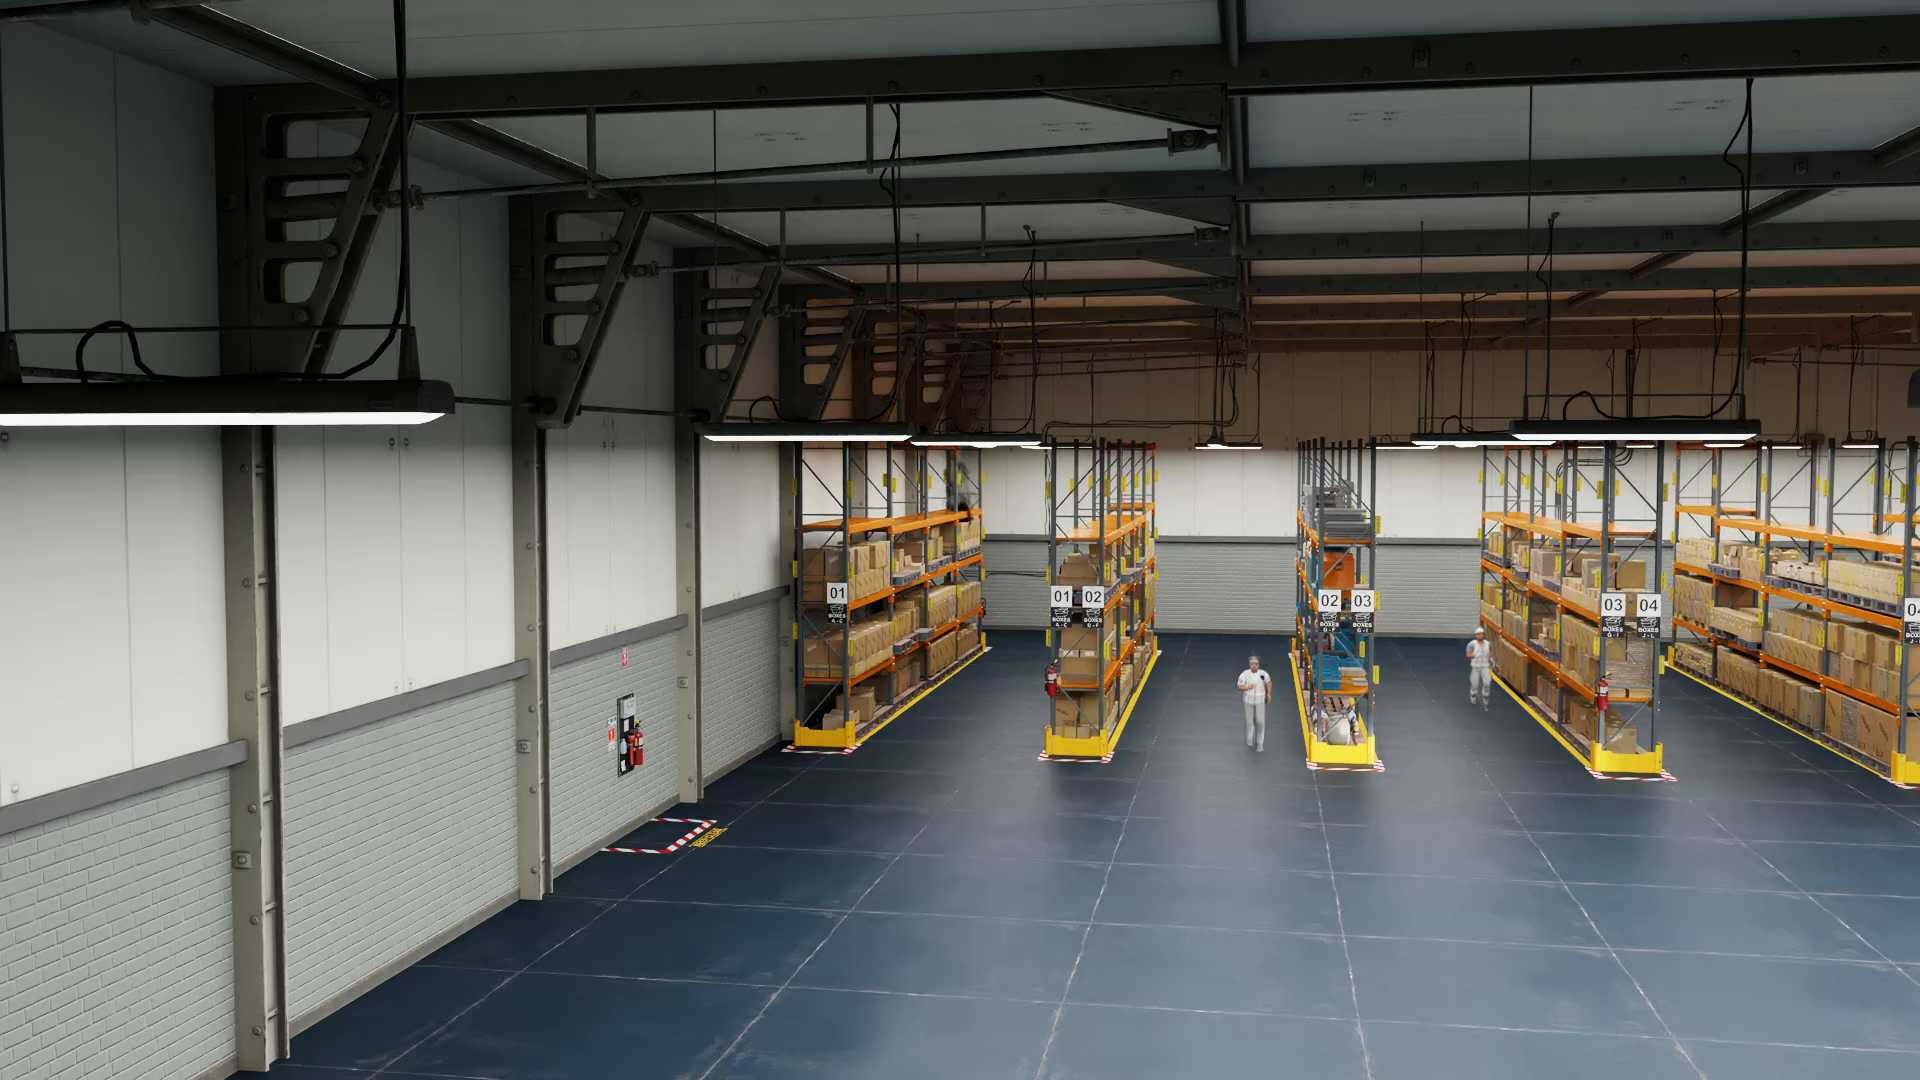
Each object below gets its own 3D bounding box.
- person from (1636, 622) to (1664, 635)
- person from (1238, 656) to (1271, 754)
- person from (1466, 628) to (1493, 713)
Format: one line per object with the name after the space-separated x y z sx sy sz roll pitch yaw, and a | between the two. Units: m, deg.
17.397 2.165 41.856 0.661 0.913 0.619 0 3 9 | person
5.659 3.141 31.964 0.642 1.831 0.845 1 3 9 | person
11.503 2.868 36.925 0.501 1.845 0.769 0 3 5 | person
